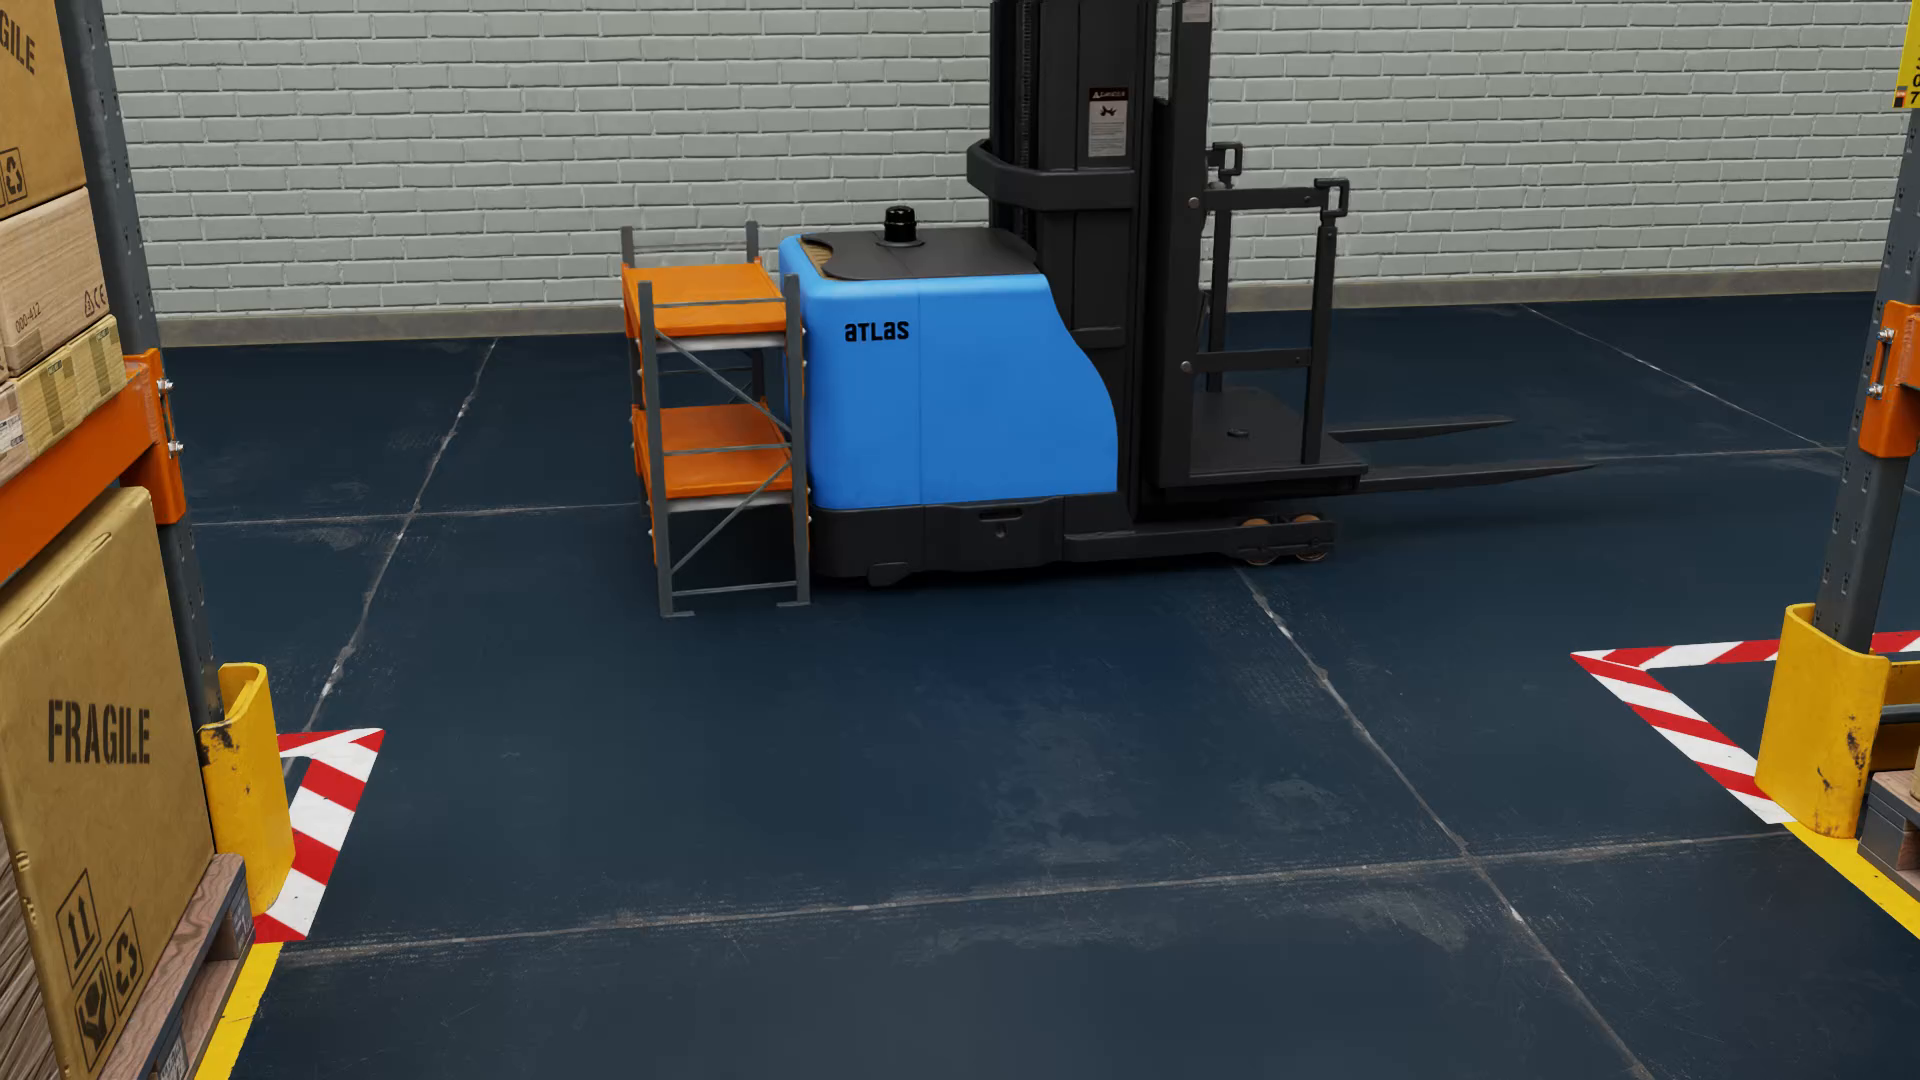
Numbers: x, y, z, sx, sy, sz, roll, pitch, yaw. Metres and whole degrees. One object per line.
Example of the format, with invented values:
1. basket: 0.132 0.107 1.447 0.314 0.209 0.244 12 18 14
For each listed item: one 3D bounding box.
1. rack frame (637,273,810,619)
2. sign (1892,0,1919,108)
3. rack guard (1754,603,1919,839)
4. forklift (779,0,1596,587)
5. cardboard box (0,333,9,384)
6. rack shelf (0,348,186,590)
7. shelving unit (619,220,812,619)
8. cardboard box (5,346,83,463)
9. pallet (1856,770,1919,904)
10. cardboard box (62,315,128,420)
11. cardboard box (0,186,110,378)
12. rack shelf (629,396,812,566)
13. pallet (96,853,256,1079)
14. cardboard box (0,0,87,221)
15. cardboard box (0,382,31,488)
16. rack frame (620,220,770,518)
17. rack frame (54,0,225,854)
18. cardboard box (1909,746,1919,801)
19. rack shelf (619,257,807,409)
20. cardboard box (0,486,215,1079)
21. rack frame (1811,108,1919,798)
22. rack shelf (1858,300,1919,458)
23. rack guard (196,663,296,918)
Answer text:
1. rack frame: -0.753 -0.291 5.388 0.500 1.125 0.032 -5 21 -13
2. sign: 2.179 -1.141 3.746 0.100 0.325 0.005 -3 21 -8
3. rack guard: 2.727 0.435 4.338 1.175 0.500 0.348 -3 21 -8
4. forklift: 0.883 -1.457 5.928 3.031 2.935 1.130 -4 21 -11
5. cardboard box: -1.802 -0.287 2.486 0.500 0.250 0.500 -3 21 -9
6. rack shelf: -1.919 0.482 1.667 1.077 0.370 4.000 -3 21 -8
7. shelving unit: -0.874 -0.464 5.851 0.538 1.125 1.048 -5 21 -13
8. cardboard box: -1.791 -0.233 2.913 0.380 0.149 0.250 -3 21 -7
9. pallet: 2.809 0.853 3.631 1.003 0.211 1.213 -3 21 -8
10. cardboard box: -1.830 -0.323 3.154 0.380 0.149 0.250 -3 21 -7
11. cardboard box: -1.875 -0.462 2.956 0.500 0.250 0.500 -3 21 -9
12. rack shelf: -0.874 -0.235 5.936 0.538 0.278 1.000 -5 21 -13
13. pallet: -2.014 1.032 3.152 1.003 0.211 1.213 -3 21 -8
14. cardboard box: -1.877 -0.813 2.822 0.500 0.500 0.500 -3 21 -7
15. cardboard box: -1.756 -0.146 2.679 0.380 0.149 0.250 -3 21 -8
16. rack frame: -0.996 -0.637 6.313 0.500 1.125 0.032 -5 21 -13
17. rack frame: -2.207 -0.548 3.395 1.000 3.000 0.127 -3 21 -8
18. cardboard box: 2.474 0.574 3.868 0.380 0.149 0.250 -2 21 -7
19. rack shelf: -0.874 -0.738 5.748 0.538 0.278 1.000 -5 21 -13
20. cardboard box: -2.036 0.469 3.111 0.875 0.875 0.875 -3 21 -8
21. rack frame: 2.716 -0.763 3.971 1.000 3.000 0.127 -3 21 -8
22. rack shelf: 3.004 0.267 2.243 1.077 0.370 4.000 -3 21 -8
23. rack guard: -2.211 0.615 3.855 1.175 0.500 0.348 -3 21 -8
